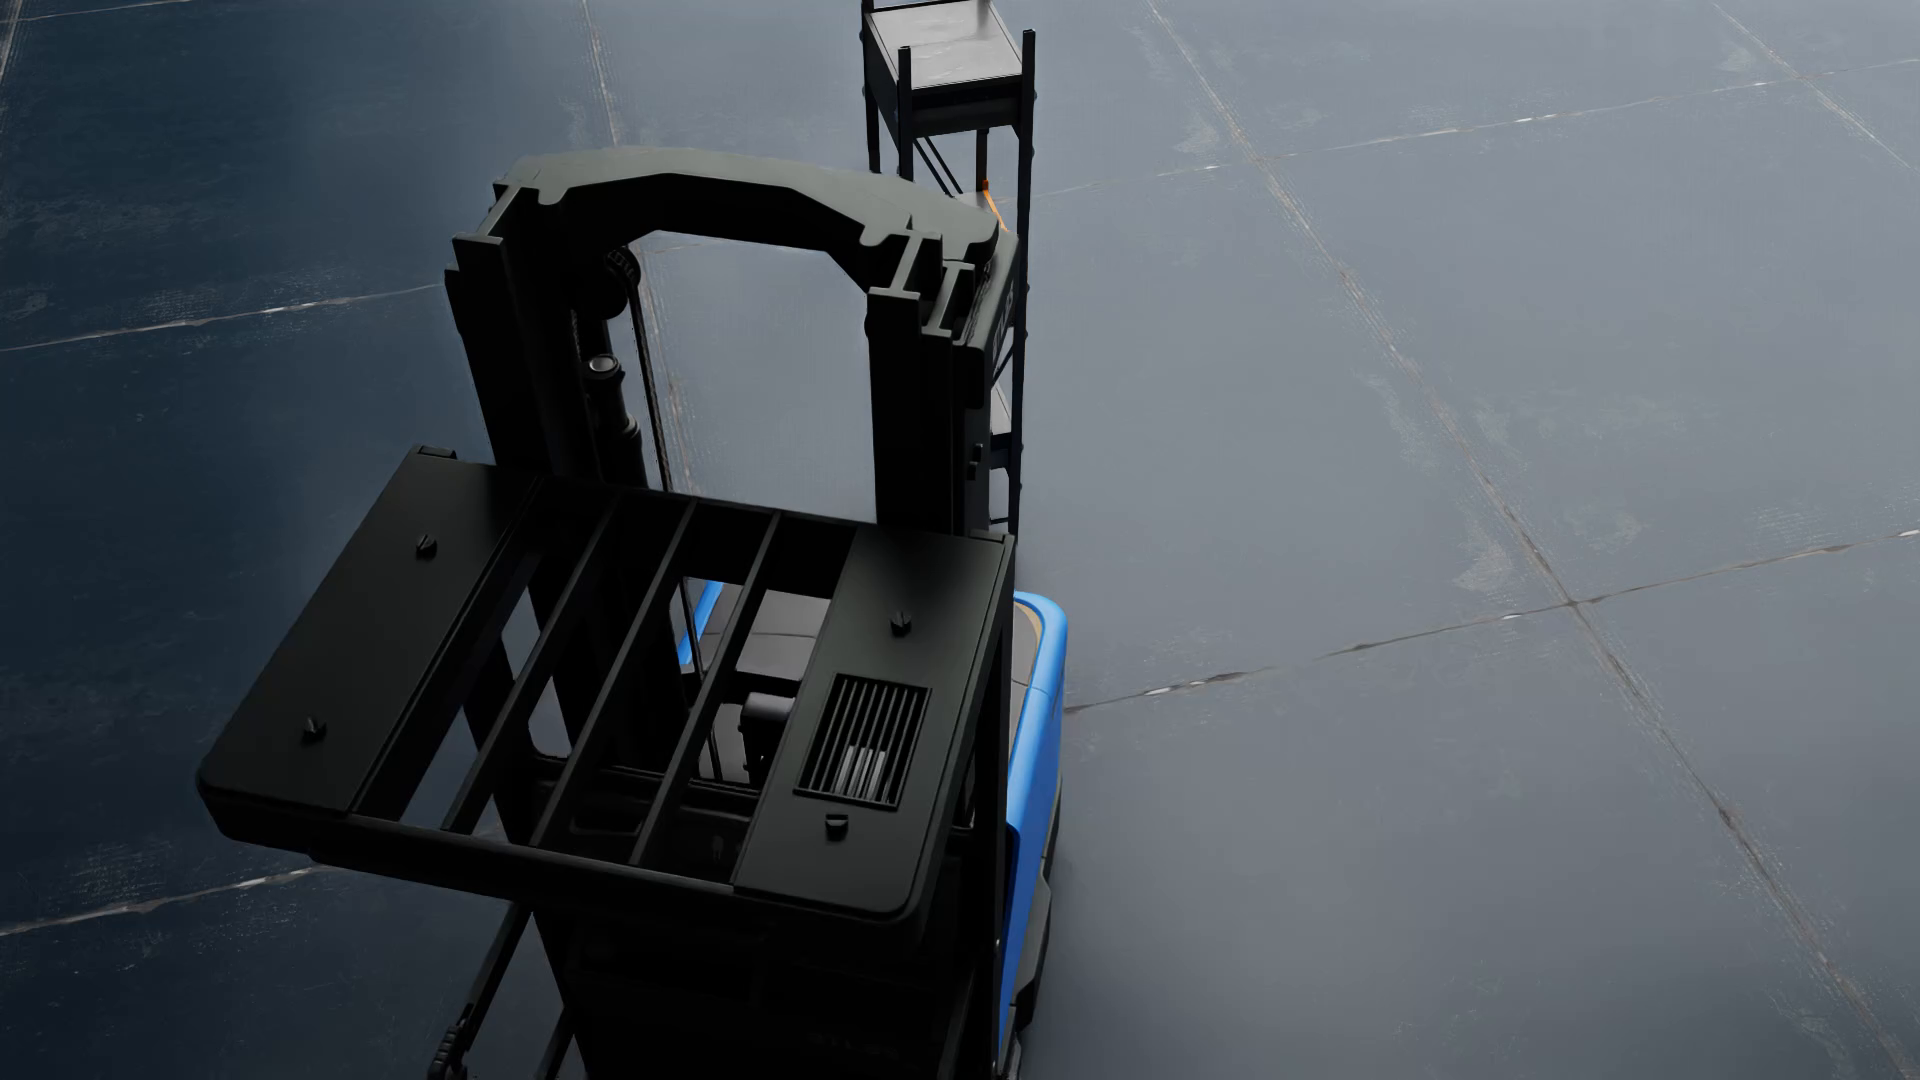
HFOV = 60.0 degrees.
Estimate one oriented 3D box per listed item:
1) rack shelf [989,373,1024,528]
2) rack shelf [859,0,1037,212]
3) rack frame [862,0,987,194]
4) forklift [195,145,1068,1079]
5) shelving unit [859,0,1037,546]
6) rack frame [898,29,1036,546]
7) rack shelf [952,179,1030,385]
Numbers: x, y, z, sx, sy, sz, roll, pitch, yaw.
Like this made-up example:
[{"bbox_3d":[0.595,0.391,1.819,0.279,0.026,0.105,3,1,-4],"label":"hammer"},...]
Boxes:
[{"bbox_3d":[-0.042,-0.350,6.122,0.431,0.518,0.480,-11,47,-10],"label":"rack shelf"},{"bbox_3d":[-0.042,-1.330,5.122,0.431,0.518,0.480,-11,47,-10],"label":"rack shelf"},{"bbox_3d":[-0.105,-1.018,5.777,0.400,2.100,0.015,-11,47,-10],"label":"rack frame"},{"bbox_3d":[-0.500,0.843,3.372,1.130,2.935,3.031,9,46,8],"label":"forklift"},{"bbox_3d":[-0.042,-0.849,5.612,0.431,2.100,0.503,-11,47,-10],"label":"shelving unit"},{"bbox_3d":[0.020,-0.681,5.447,0.400,2.100,0.015,-11,47,-10],"label":"rack frame"},{"bbox_3d":[-0.042,-0.840,5.622,0.431,0.518,0.480,-11,47,-10],"label":"rack shelf"}]
